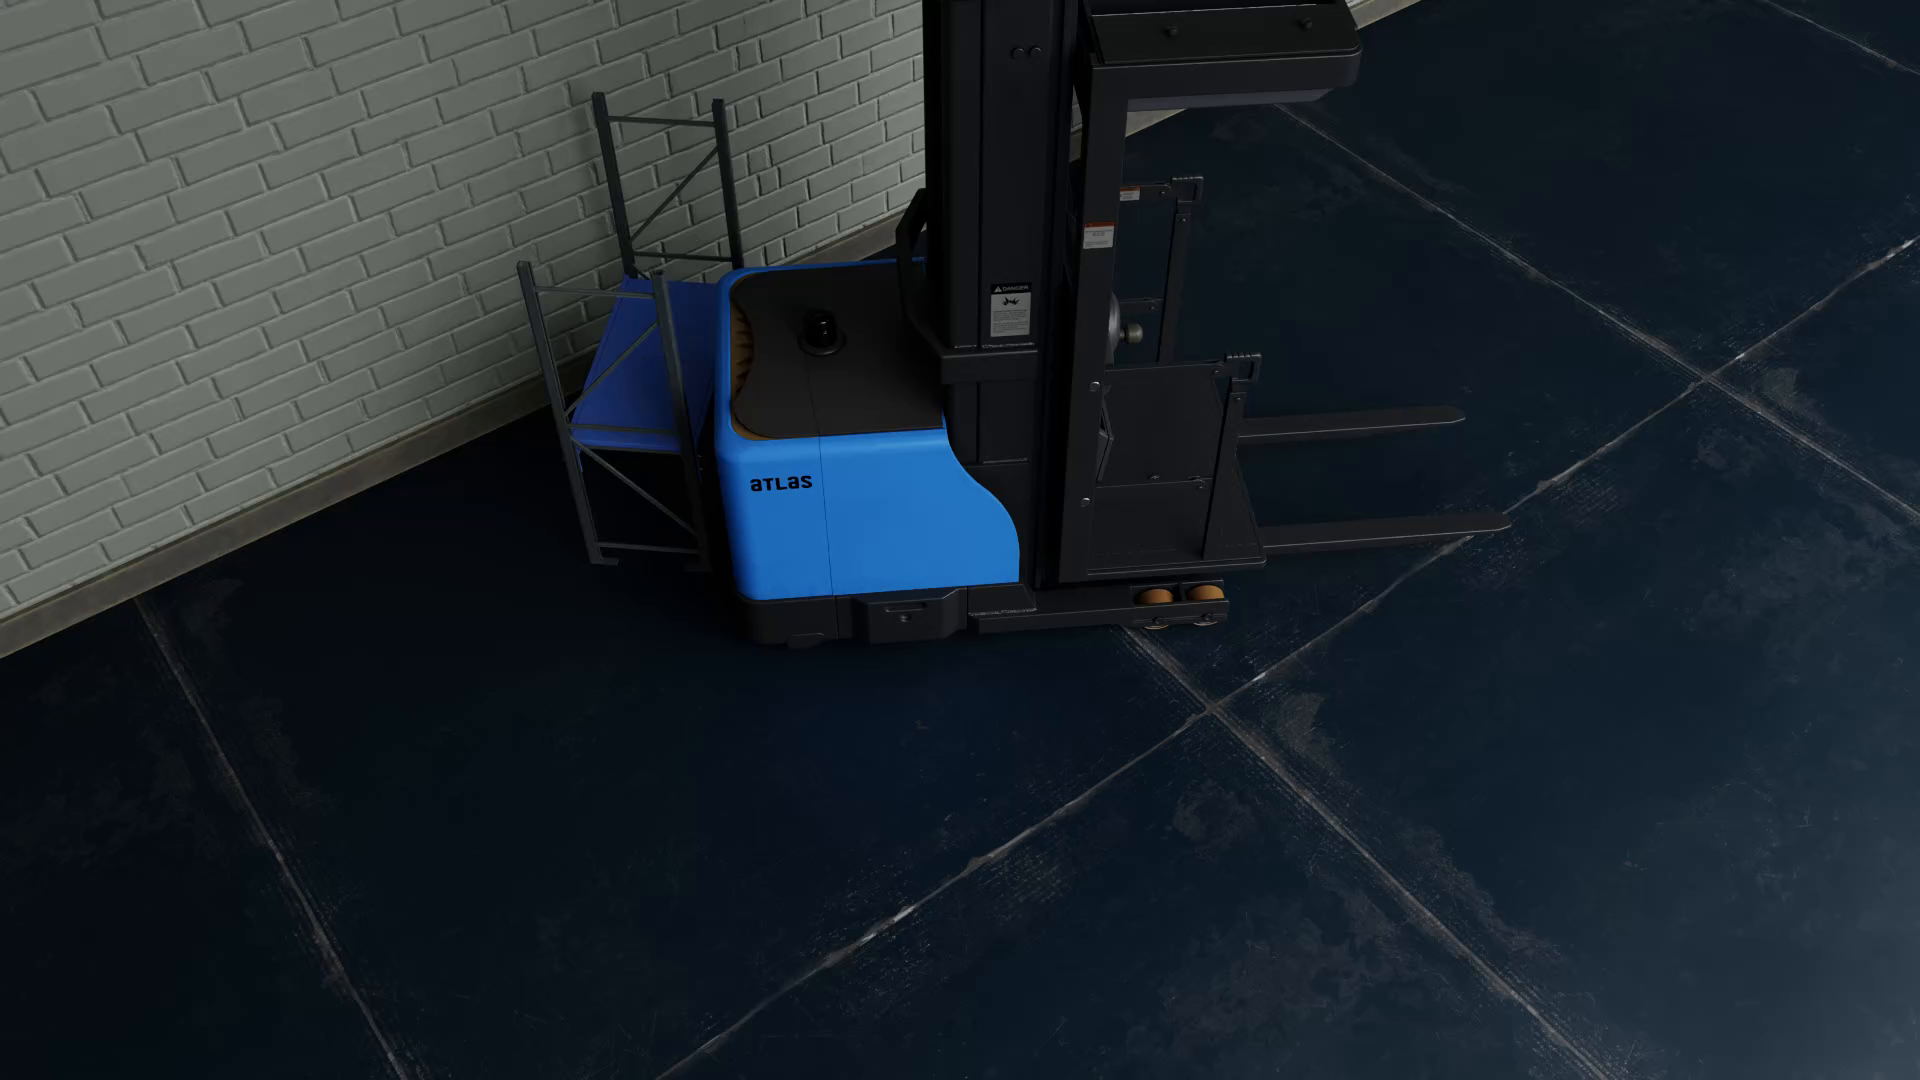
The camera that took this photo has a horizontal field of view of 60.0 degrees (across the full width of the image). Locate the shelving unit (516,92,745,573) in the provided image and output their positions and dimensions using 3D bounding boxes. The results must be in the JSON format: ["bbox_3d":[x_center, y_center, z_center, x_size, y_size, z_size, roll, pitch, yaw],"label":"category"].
[{"bbox_3d":[-1.182,-0.778,6.442,0.538,1.500,1.048,4,48,4],"label":"shelving unit"}]

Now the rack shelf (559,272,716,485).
[{"bbox_3d":[-1.182,-0.657,6.575,0.538,0.185,1.000,4,48,4],"label":"rack shelf"}]

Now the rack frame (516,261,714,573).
[{"bbox_3d":[-1.232,-0.403,6.102,0.500,1.500,0.032,4,48,4],"label":"rack frame"}]

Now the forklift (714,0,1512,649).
[{"bbox_3d":[0.620,-1.028,5.703,3.031,2.935,1.130,-4,48,-4],"label":"forklift"}]

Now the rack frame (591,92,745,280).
[{"bbox_3d":[-1.132,-1.153,6.781,0.500,1.500,0.032,4,48,4],"label":"rack frame"}]
